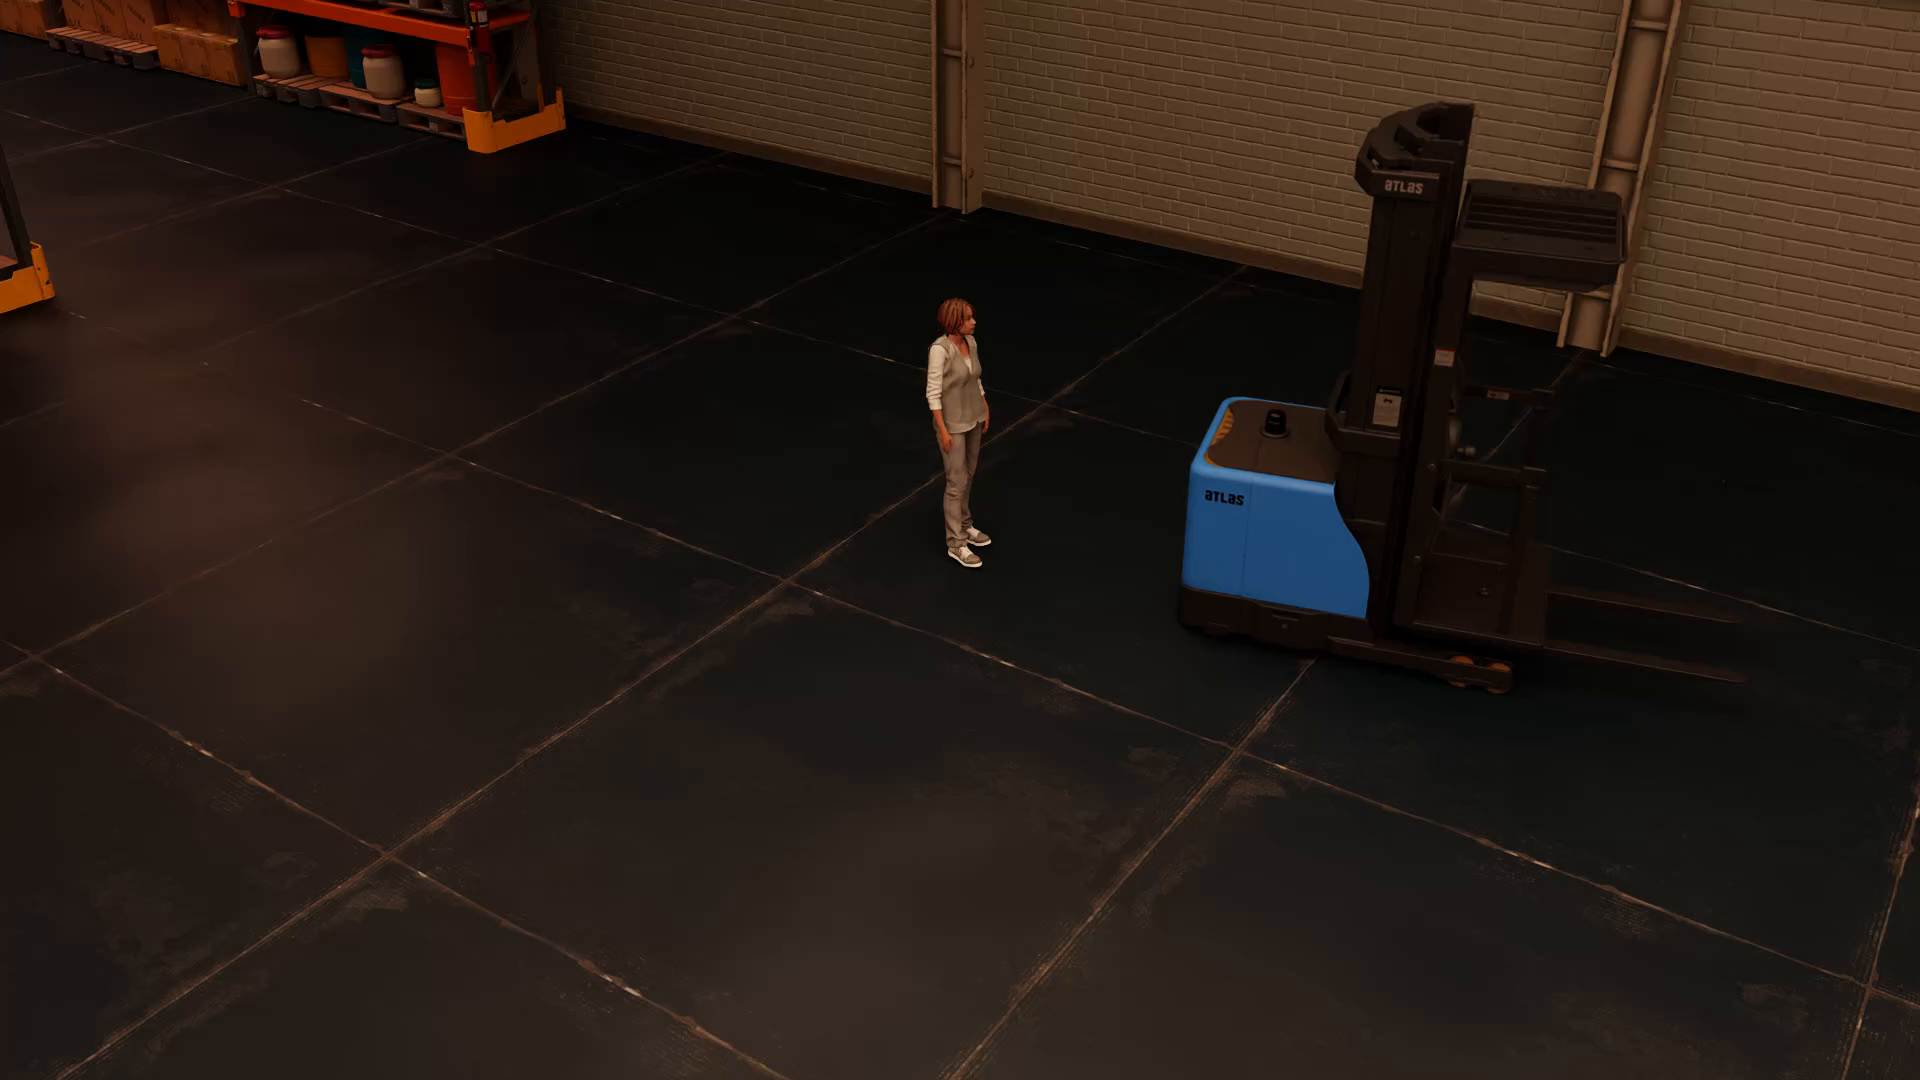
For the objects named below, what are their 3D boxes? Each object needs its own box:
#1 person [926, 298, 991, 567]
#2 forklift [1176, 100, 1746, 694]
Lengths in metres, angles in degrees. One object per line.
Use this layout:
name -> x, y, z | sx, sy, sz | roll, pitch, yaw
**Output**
person -> 0.054, -0.667, 10.051 | 0.473, 1.592, 0.520 | 19, 35, 29
forklift -> 2.823, -0.733, 8.843 | 3.031, 2.935, 1.130 | 10, 32, 17
